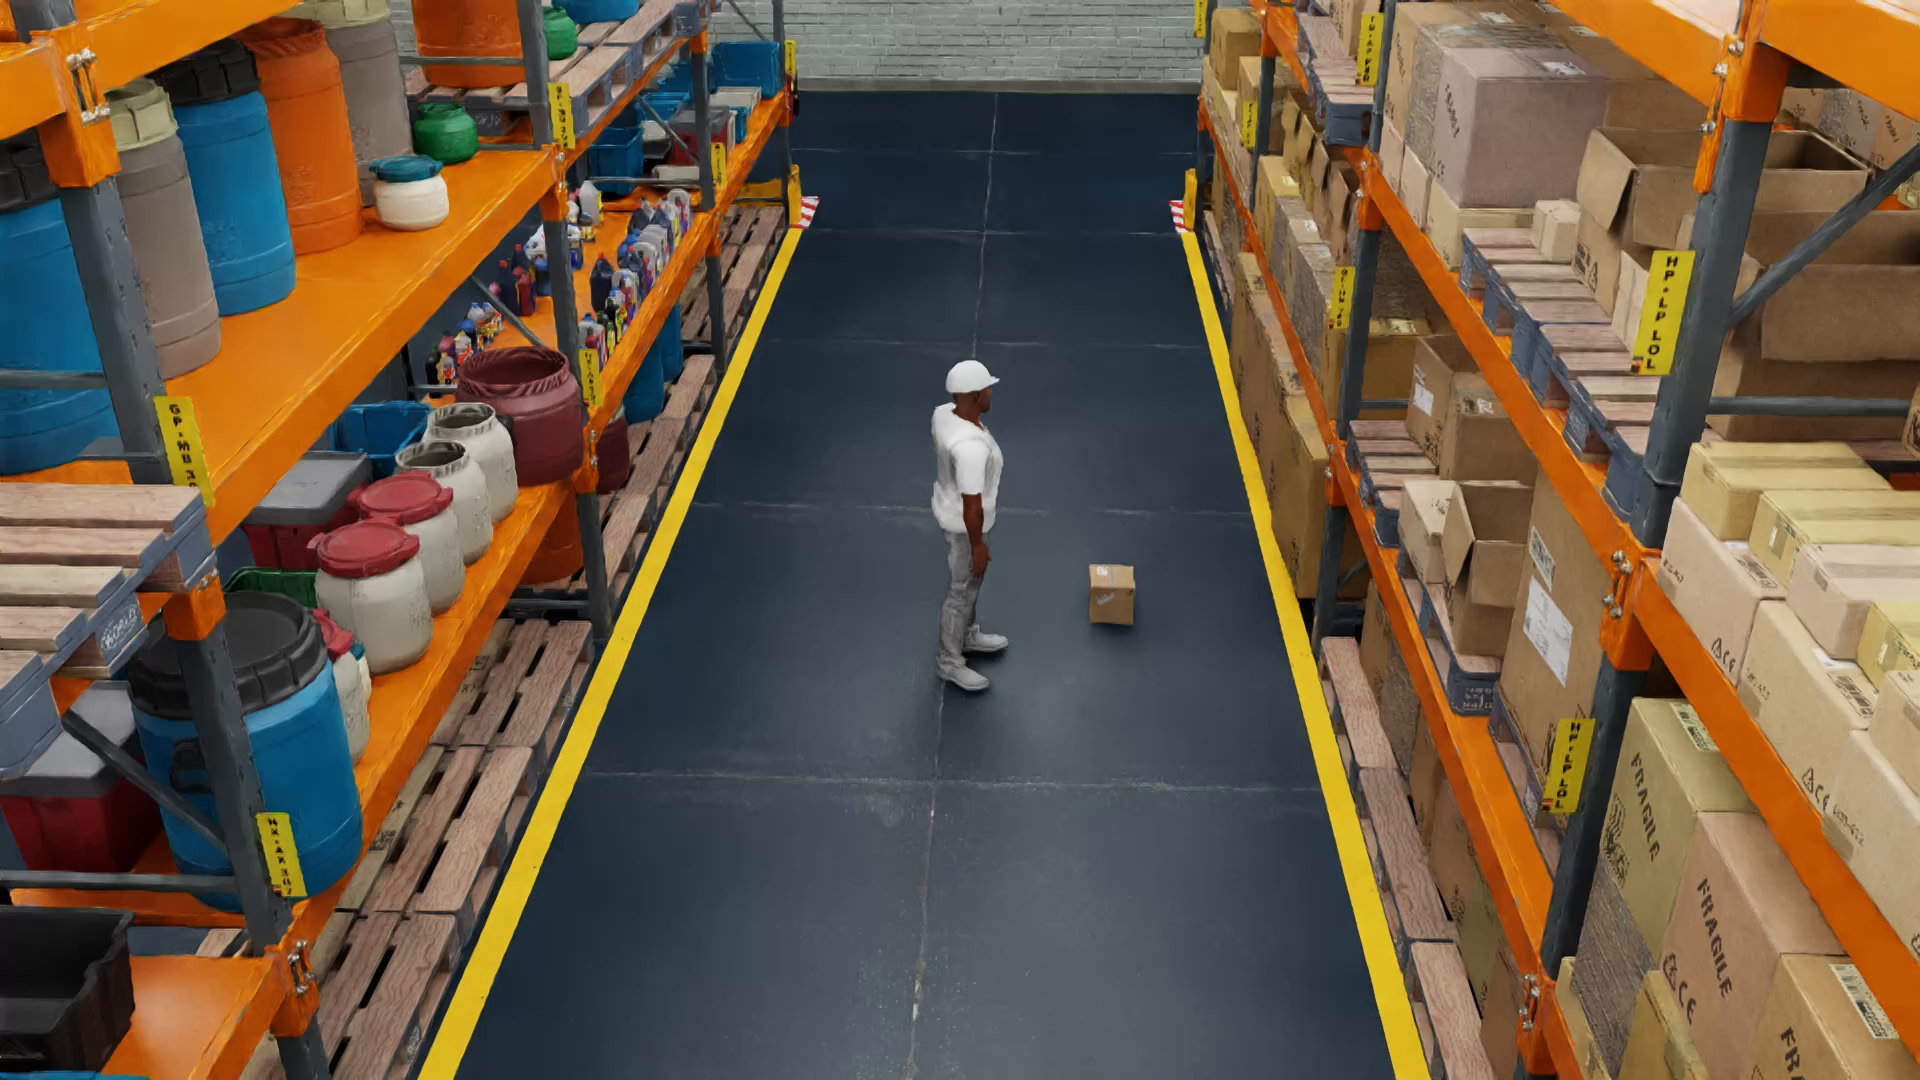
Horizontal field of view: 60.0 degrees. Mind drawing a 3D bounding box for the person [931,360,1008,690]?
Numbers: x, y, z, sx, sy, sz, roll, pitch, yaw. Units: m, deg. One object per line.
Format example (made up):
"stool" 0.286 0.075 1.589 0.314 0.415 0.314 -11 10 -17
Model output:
"person" 0.067 -0.127 8.785 0.444 1.769 0.688 -5 28 -10
